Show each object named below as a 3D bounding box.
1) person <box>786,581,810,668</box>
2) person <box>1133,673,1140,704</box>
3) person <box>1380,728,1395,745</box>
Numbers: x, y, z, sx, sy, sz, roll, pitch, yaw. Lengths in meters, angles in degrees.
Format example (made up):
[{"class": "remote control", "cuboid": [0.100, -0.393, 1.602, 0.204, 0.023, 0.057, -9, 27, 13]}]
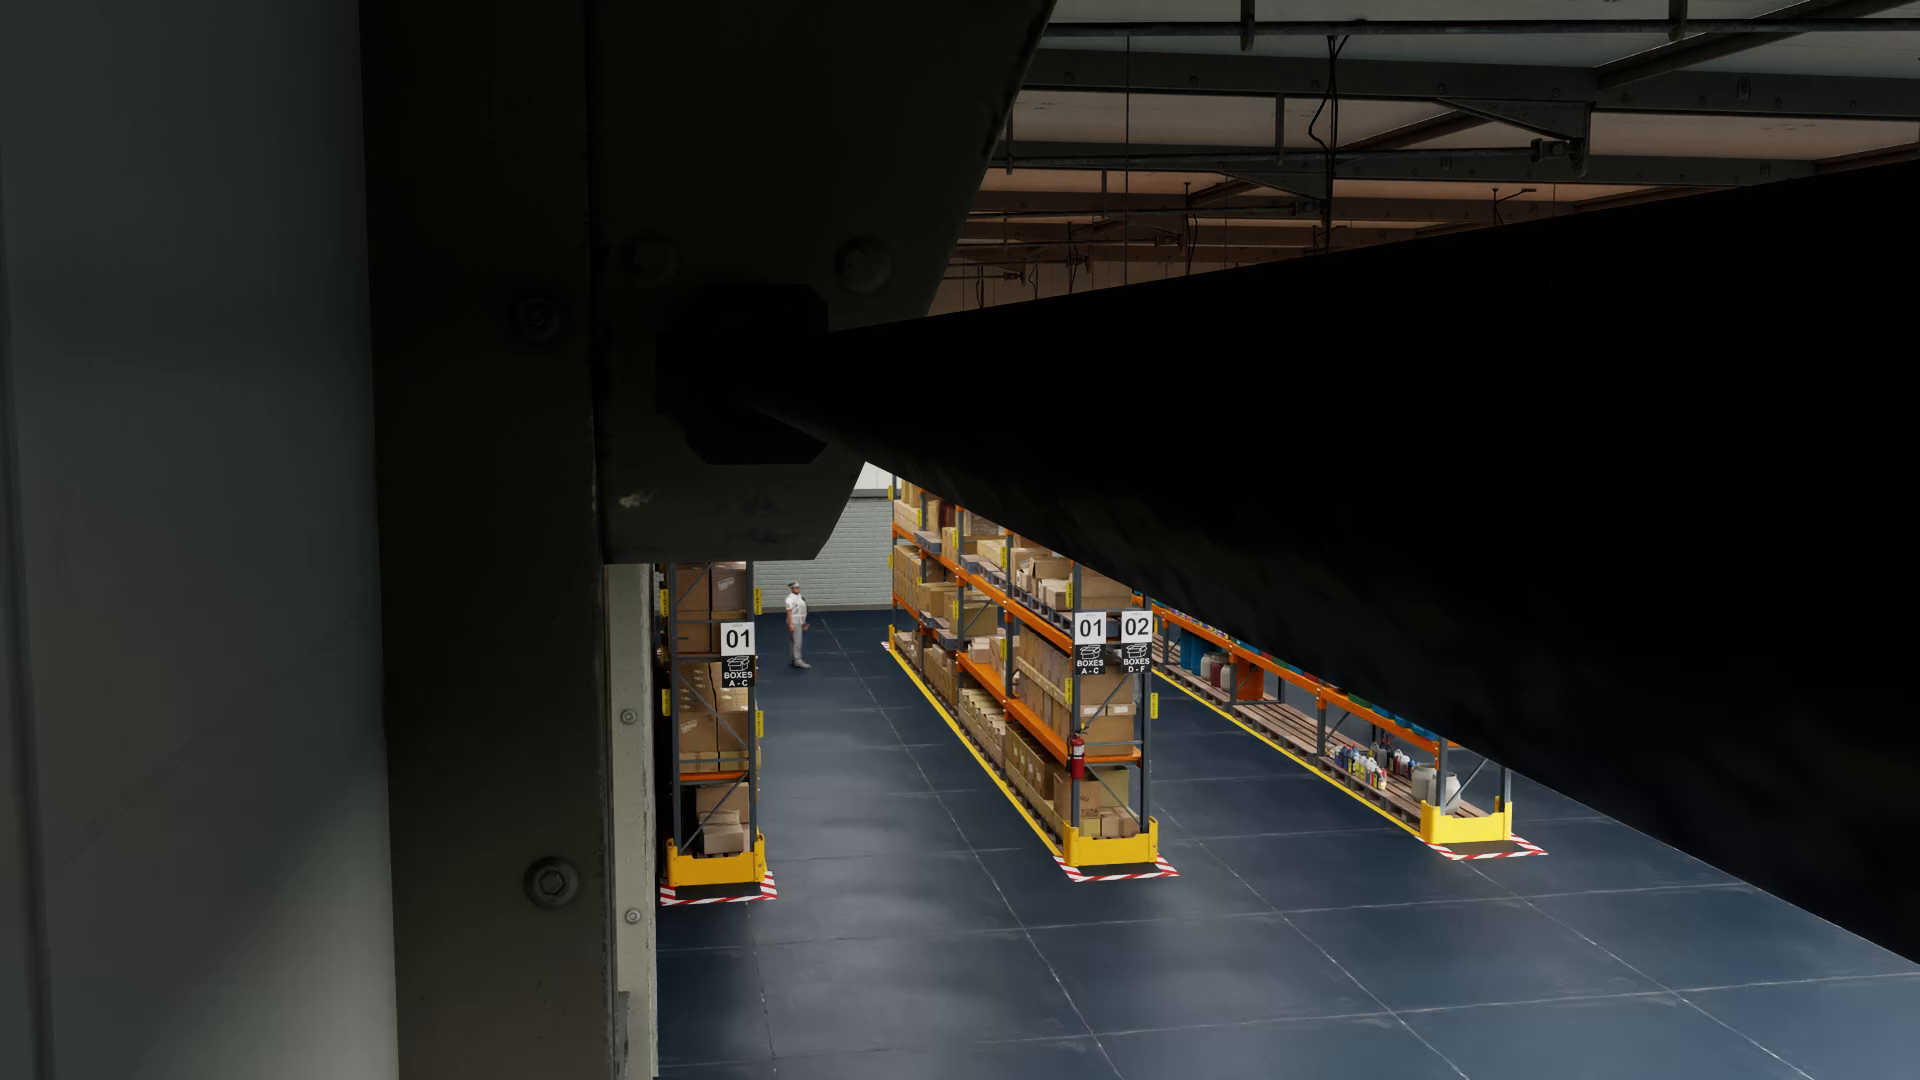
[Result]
[{"class": "person", "cuboid": [-3.341, 1.725, 34.546, 0.510, 1.783, 0.581, 1, 6, 6]}, {"class": "person", "cuboid": [3.104, 2.107, 30.050, 0.425, 1.701, 0.526, -3, 7, -24]}, {"class": "person", "cuboid": [7.037, 2.535, 27.673, 0.425, 1.677, 0.624, -4, 7, -32]}]
